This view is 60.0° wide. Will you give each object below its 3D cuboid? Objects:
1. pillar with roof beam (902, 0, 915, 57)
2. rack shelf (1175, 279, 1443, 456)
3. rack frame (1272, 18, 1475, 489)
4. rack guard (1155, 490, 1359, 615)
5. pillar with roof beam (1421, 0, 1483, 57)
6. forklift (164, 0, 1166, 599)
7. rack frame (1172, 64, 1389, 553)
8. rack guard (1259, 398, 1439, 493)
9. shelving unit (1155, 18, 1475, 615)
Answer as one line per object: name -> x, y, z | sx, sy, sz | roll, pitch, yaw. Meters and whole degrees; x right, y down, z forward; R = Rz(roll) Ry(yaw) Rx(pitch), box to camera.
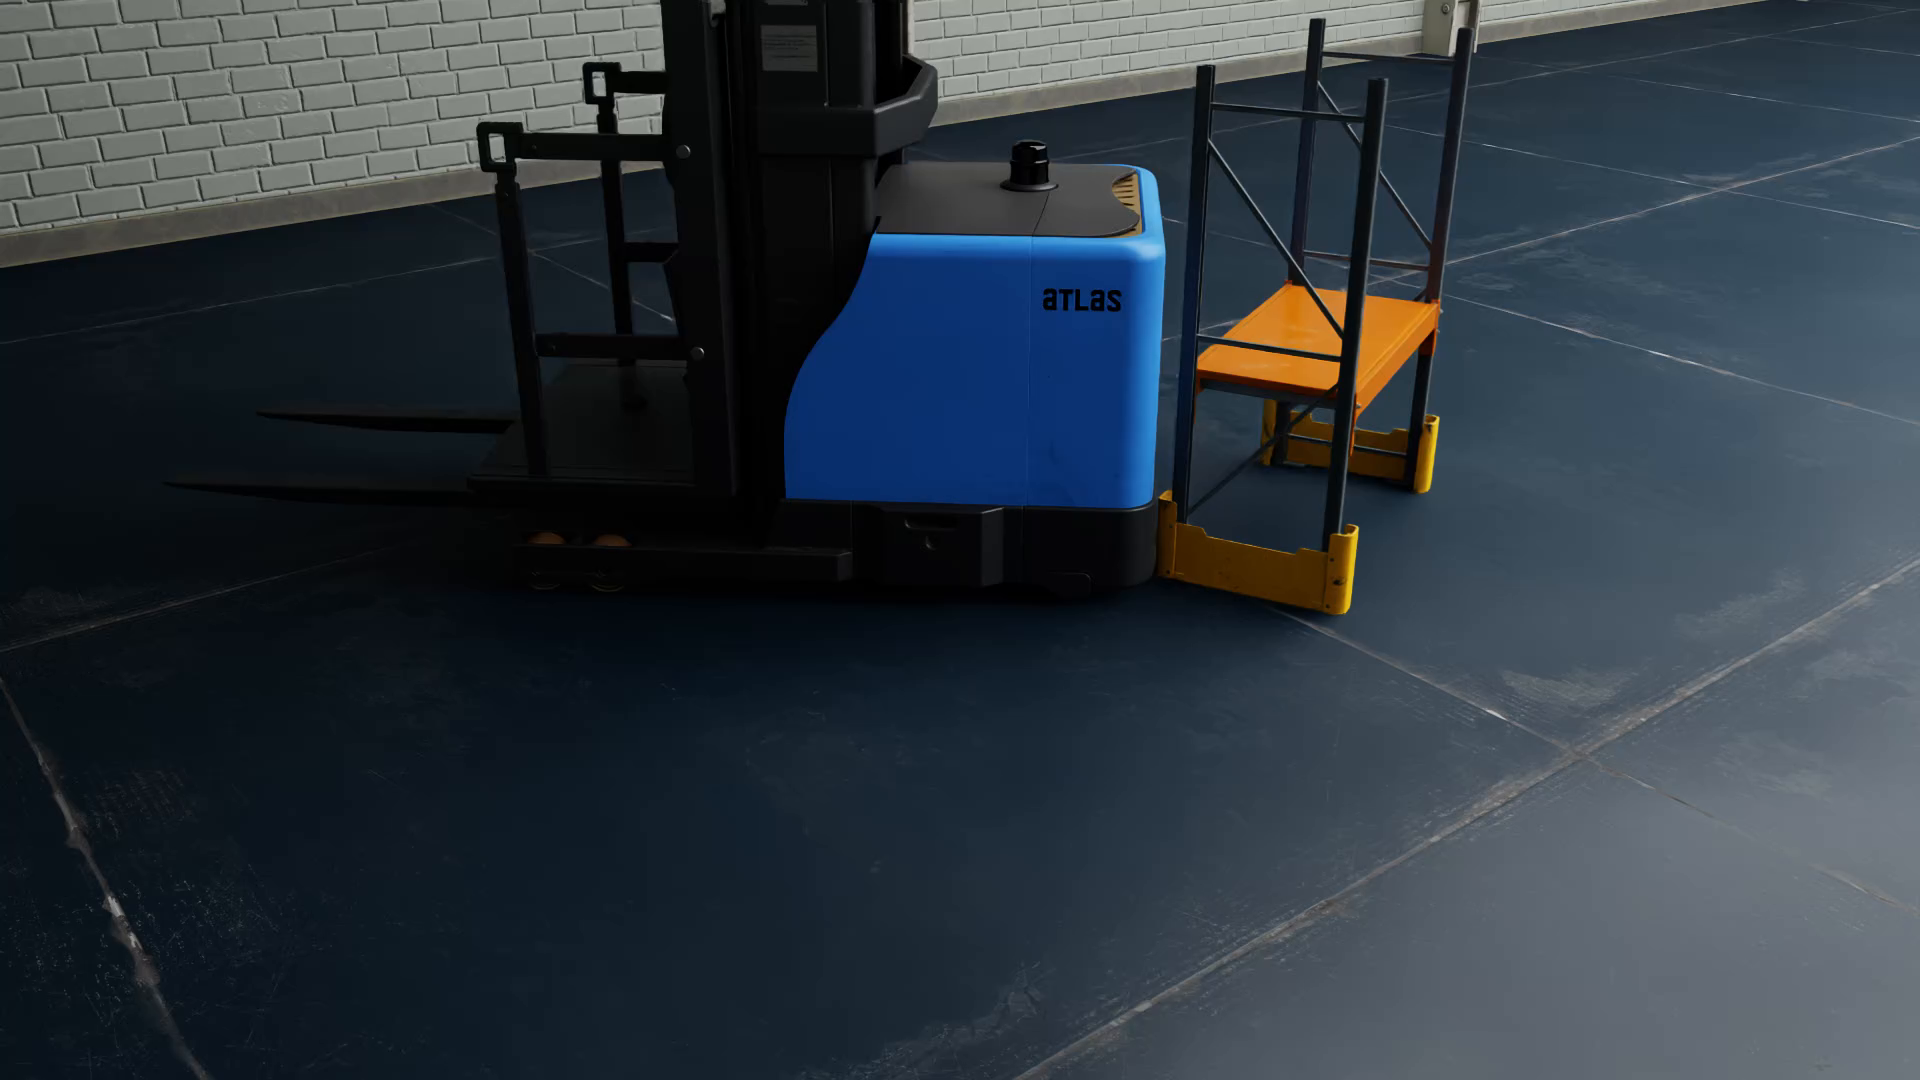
pillar with roof beam -> 2.119, -5.284, 5.945 | 0.400, 9.000, 9.100 | -18, 31, -34
rack shelf -> 1.088, -0.554, 5.089 | 0.538, 0.185, 1.000 | 12, 28, 25
rack frame -> 1.323, -0.907, 5.422 | 0.500, 1.500, 0.032 | 12, 28, 25
rack guard -> 0.862, 0.033, 4.883 | 0.587, 0.250, 0.087 | 12, 28, 25
pillar with roof beam -> 6.840, -6.842, 9.304 | 0.400, 9.000, 9.100 | -18, 31, -34
forklift -> -0.912, -1.395, 4.773 | 3.031, 2.935, 1.130 | 2, 25, 4
rack frame -> 0.853, -0.527, 4.604 | 0.500, 1.500, 0.032 | 12, 28, 25
rack guard -> 1.323, -0.339, 5.684 | 0.587, 0.250, 0.087 | 12, 28, 25
shelving unit -> 1.092, -0.720, 5.020 | 0.587, 1.500, 1.083 | 12, 28, 25
